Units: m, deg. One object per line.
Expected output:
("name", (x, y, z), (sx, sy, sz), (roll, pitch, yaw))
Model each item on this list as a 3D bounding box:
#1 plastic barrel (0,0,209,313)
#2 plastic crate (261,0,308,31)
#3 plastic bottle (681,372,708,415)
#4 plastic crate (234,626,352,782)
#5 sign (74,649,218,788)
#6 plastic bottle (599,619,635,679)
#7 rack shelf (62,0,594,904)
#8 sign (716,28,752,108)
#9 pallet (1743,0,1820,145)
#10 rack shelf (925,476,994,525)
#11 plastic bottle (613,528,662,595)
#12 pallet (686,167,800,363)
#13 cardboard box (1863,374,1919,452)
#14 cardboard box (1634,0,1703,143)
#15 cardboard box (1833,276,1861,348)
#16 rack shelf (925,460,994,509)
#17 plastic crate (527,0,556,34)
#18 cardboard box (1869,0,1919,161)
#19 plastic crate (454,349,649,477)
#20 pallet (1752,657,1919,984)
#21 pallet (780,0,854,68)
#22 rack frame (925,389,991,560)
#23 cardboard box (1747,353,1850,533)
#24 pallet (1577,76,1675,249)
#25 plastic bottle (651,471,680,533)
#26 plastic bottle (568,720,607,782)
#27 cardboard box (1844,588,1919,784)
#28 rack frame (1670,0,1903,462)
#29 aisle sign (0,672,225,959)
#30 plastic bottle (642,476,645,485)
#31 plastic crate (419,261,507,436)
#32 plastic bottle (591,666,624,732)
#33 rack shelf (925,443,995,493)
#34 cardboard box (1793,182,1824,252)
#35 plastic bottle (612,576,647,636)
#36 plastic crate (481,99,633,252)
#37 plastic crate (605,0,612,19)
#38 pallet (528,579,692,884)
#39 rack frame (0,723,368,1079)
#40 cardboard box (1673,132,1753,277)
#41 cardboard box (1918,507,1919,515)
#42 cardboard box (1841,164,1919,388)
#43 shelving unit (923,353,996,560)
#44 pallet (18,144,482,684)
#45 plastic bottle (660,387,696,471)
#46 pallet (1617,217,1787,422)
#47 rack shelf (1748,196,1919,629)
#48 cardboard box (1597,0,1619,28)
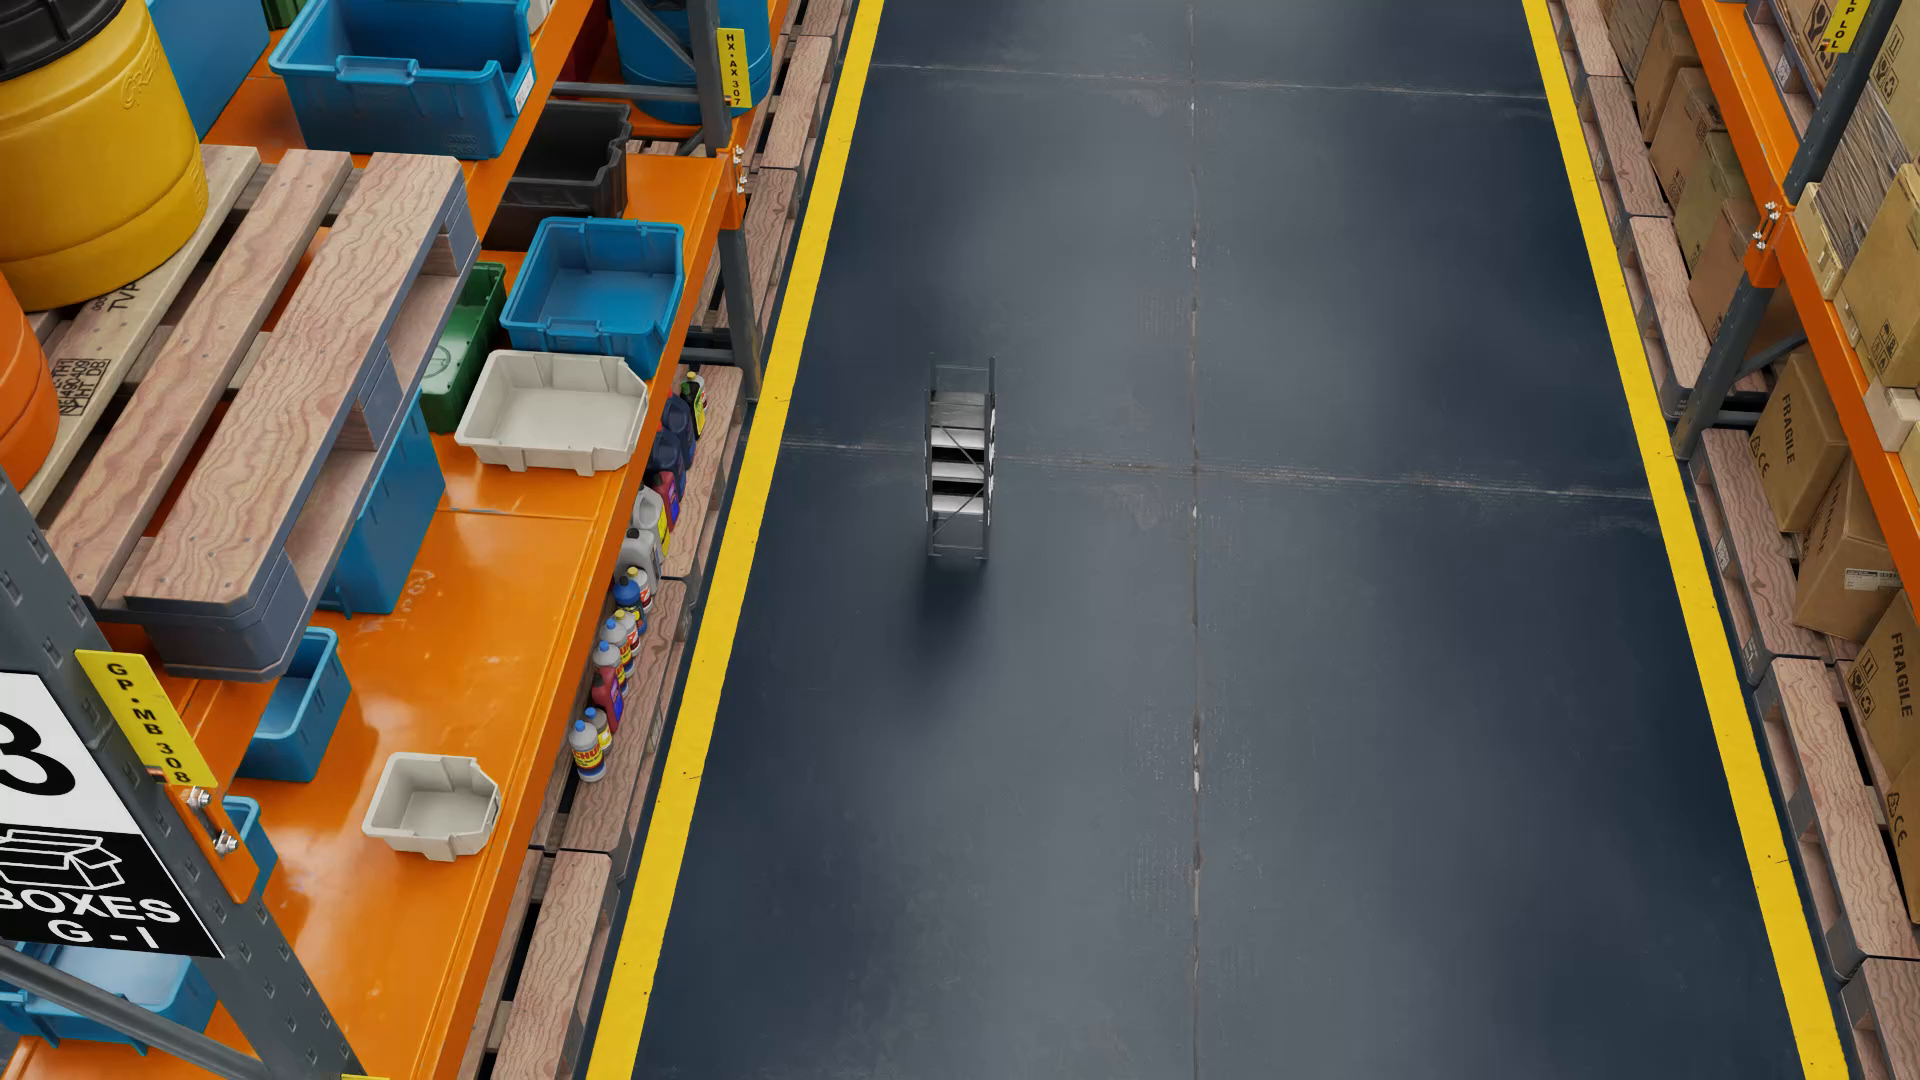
("plastic barrel", (-1.768, -0.820, 3.048), (0.600, 0.588, 0.600), (0, 48, 0))
("plastic crate", (-1.796, -1.495, 4.221), (0.336, 0.188, 0.450), (4, 48, 4))
("plastic bottle", (-1.104, -0.612, 6.901), (0.097, 0.201, 0.097), (0, 48, 0))
("plastic crate", (-1.933, 0.430, 4.451), (0.499, 0.251, 0.408), (4, 48, 4))
("sign", (-1.198, 0.269, 2.458), (0.100, 0.325, 0.005), (4, 48, 4))
("plastic bottle", (-1.230, 0.380, 5.947), (0.097, 0.271, 0.097), (0, 48, 0))
("rack shelf", (-1.563, -0.995, 4.108), (1.077, 0.370, 4.000), (4, 48, 4))
("sign", (-0.834, -1.744, 6.150), (0.100, 0.325, 0.005), (4, 48, 4))
("pallet", (3.766, -1.849, 6.565), (1.003, 0.211, 1.213), (4, 48, 4))
("rack shelf", (0.001, -0.166, 6.607), (0.258, 0.077, 0.200), (4, 48, 4))
("plastic bottle", (-1.219, 0.066, 6.231), (0.152, 0.276, 0.135), (5, 48, 4))
("pallet", (-1.348, -1.334, 7.853), (1.003, 0.211, 1.213), (4, 48, 4))
("cardboard box", (3.124, -0.406, 5.285), (0.380, 0.149, 0.250), (4, 48, 4))
("cardboard box", (3.792, -2.287, 8.231), (0.700, 0.500, 0.500), (7, 48, 7))
("cardboard box", (3.201, -0.771, 5.619), (0.380, 0.149, 0.250), (4, 48, 4))
("rack shelf", (0.001, -0.226, 6.540), (0.258, 0.077, 0.200), (4, 48, 4))
("plastic crate", (-1.125, -1.412, 4.181), (0.243, 0.136, 0.396), (4, 48, 4))
("cardboard box", (3.257, -1.520, 5.187), (0.500, 0.500, 0.500), (4, 48, 4))
("plastic crate", (-1.277, -0.396, 5.284), (0.530, 0.136, 0.437), (4, 48, 4))
("pallet", (3.417, 0.974, 5.742), (1.003, 0.211, 1.213), (4, 48, 4))
("pallet", (-1.126, -3.127, 9.493), (1.003, 0.211, 1.213), (4, 48, 4))
("rack frame", (-0.009, -0.235, 6.381), (0.240, 0.900, 0.006), (4, 48, 4))
("cardboard box", (3.475, -0.369, 6.490), (0.500, 0.500, 0.500), (3, 48, 2))
("pallet", (3.729, -1.892, 8.364), (1.003, 0.211, 1.213), (4, 48, 4))
("plastic bottle", (-1.144, -0.171, 6.442), (0.061, 0.283, 0.133), (7, 48, 6))
("plastic bottle", (-1.270, 0.705, 5.649), (0.097, 0.271, 0.097), (0, 48, 0))
("cardboard box", (3.452, 0.514, 5.683), (0.500, 0.500, 0.500), (0, 48, 0))
("rack frame", (3.551, -1.362, 5.989), (1.000, 3.000, 0.127), (4, 48, 4))
("aisle sign", (-1.461, 0.439, 2.580), (0.394, 0.787, 0.004), (4, 48, 4))
("plastic bottle", (-1.320, -0.282, 6.549), (0.152, 0.276, 0.135), (4, 48, 4))
("plastic crate", (-1.786, -0.645, 5.477), (0.450, 0.188, 0.662), (4, 48, 4))
("plastic bottle", (-1.231, 0.536, 5.796), (0.061, 0.283, 0.133), (5, 48, 4))
("rack shelf", (0.001, -0.287, 6.474), (0.258, 0.077, 0.200), (4, 48, 4))
("cardboard box", (3.232, -1.140, 5.956), (0.380, 0.149, 0.250), (4, 48, 4))
("plastic bottle", (-1.211, 0.231, 6.083), (0.097, 0.271, 0.097), (0, 48, 0))
("plastic crate", (-1.556, -1.298, 5.973), (0.767, 0.338, 0.504), (4, 48, 4))
("plastic crate", (-1.590, -2.521, 7.060), (0.392, 0.384, 0.575), (4, 48, 4))
("pallet", (-1.592, 0.635, 6.052), (1.003, 0.211, 1.213), (4, 48, 4))
("rack frame", (-1.746, 1.244, 3.605), (1.000, 3.000, 0.127), (4, 48, 4))
("cardboard box", (3.691, -1.466, 7.480), (0.700, 0.500, 0.500), (4, 48, 3))
("cardboard box", (3.109, -0.037, 4.947), (0.380, 0.149, 0.250), (4, 48, 4))
("cardboard box", (3.368, -0.805, 5.210), (0.875, 0.500, 0.500), (4, 48, 4))
("shelving unit", (0.001, -0.310, 6.449), (0.258, 0.900, 0.210), (4, 48, 4))
("pallet", (-1.573, -0.306, 3.118), (1.003, 0.211, 1.213), (4, 48, 4))
("plastic bottle", (-1.153, -0.457, 6.658), (0.144, 0.351, 0.185), (3, 48, 2))
("pallet", (3.621, -0.993, 7.541), (1.003, 0.211, 1.213), (4, 48, 4))
("rack shelf", (3.369, 0.350, 4.910), (1.077, 0.370, 4.000), (4, 48, 4))
("cardboard box", (3.875, -3.113, 8.986), (0.700, 0.500, 0.500), (2, 48, 1))
